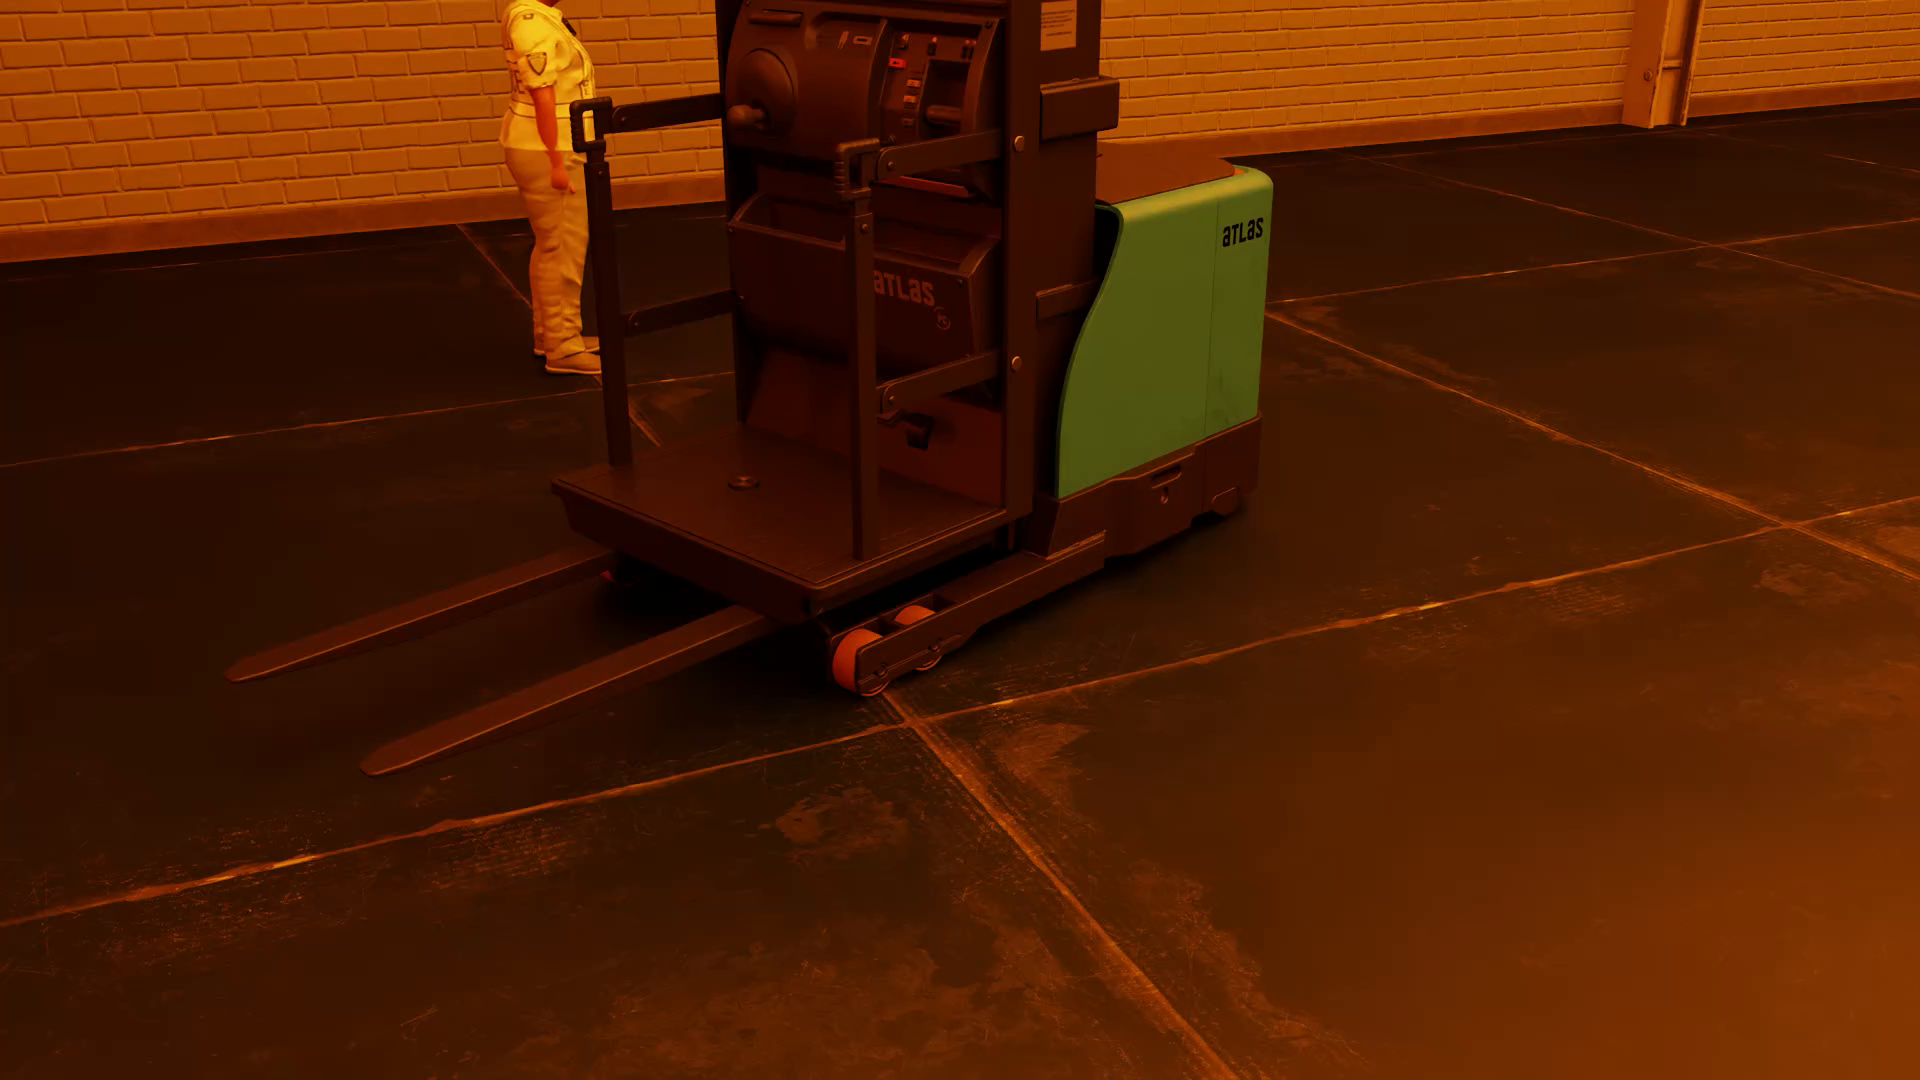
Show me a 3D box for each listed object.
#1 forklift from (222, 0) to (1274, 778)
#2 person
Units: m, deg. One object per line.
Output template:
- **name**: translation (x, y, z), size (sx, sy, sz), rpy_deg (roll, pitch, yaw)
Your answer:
- **forklift**: translation (-0.413, -1.182, 4.131), size (1.130, 2.935, 3.031), rpy_deg (19, 29, 39)
- **person**: translation (-1.605, -1.506, 6.570), size (0.393, 1.668, 0.482), rpy_deg (-8, 24, -20)
